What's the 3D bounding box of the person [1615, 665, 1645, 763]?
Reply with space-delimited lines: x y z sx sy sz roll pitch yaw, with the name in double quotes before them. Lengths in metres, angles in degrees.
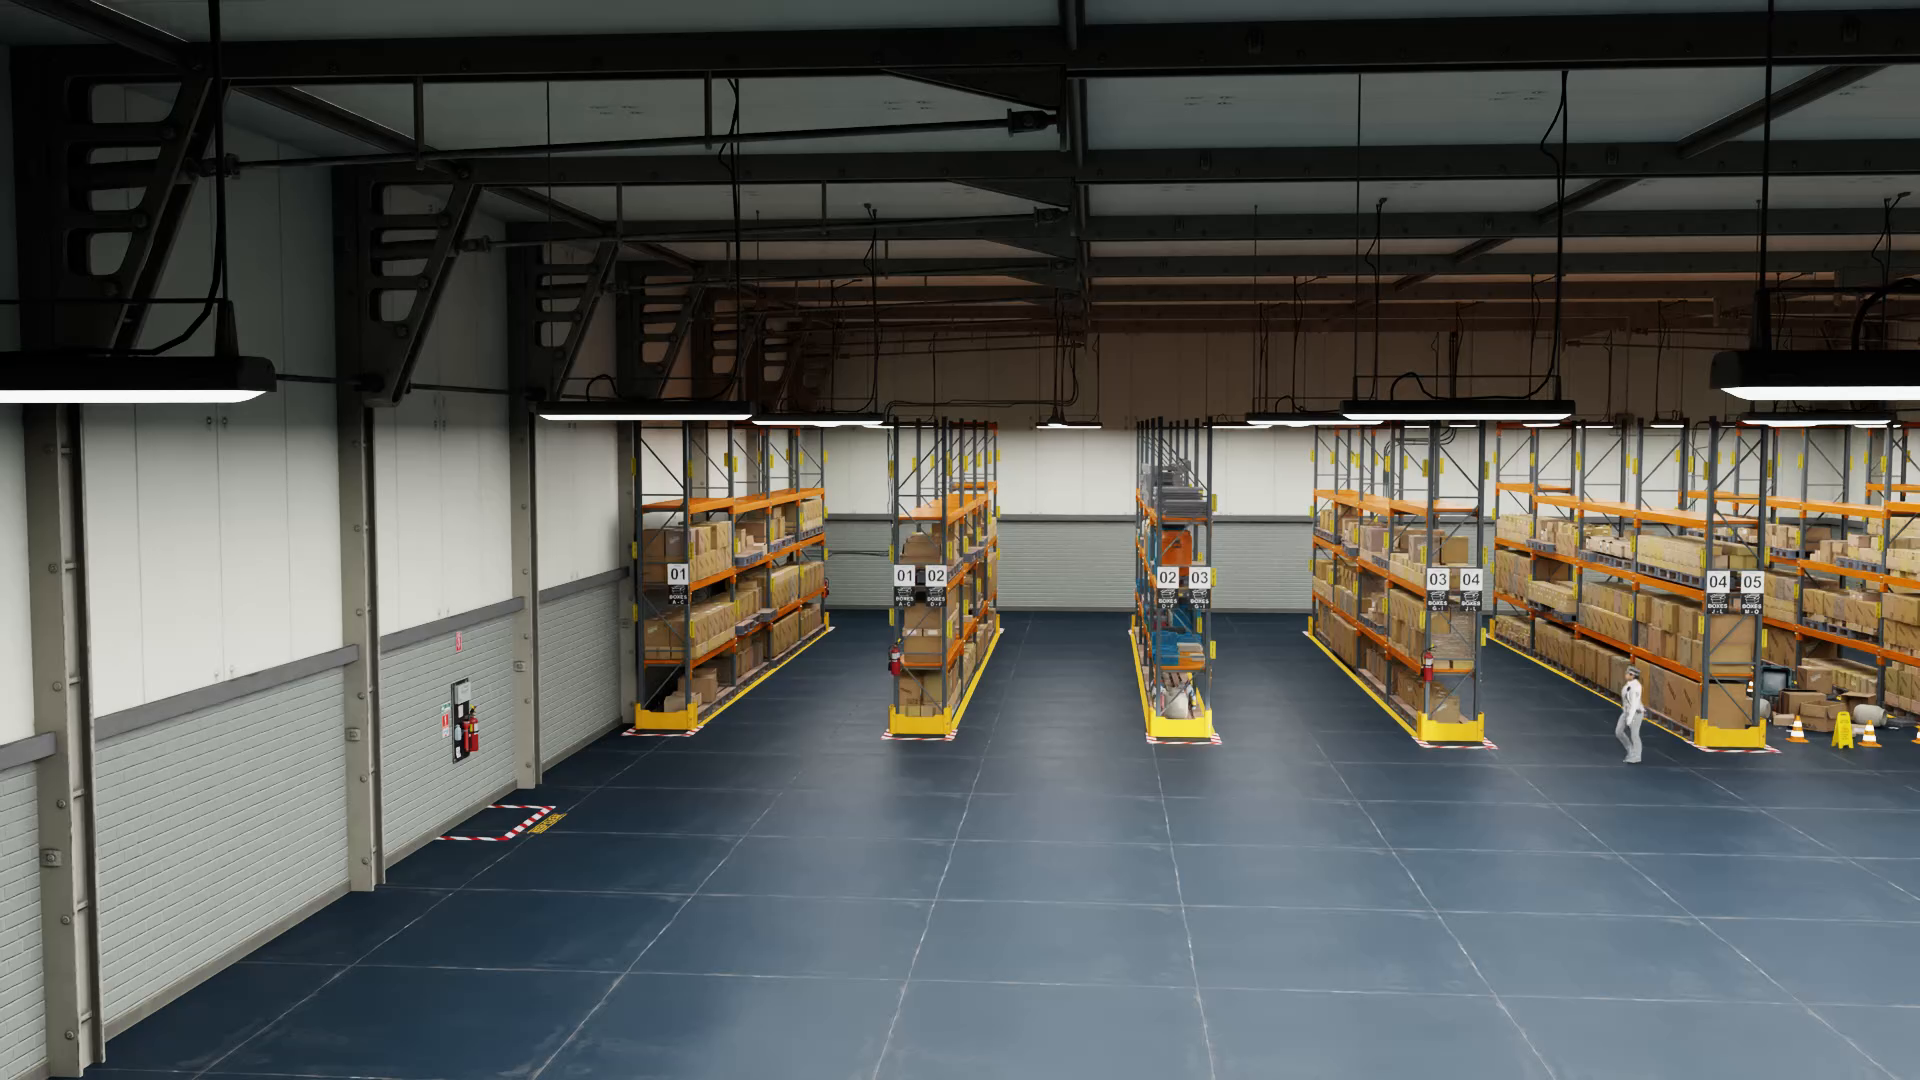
"person" 11.554 3.009 28.634 0.407 1.712 0.464 -1 4 -13
